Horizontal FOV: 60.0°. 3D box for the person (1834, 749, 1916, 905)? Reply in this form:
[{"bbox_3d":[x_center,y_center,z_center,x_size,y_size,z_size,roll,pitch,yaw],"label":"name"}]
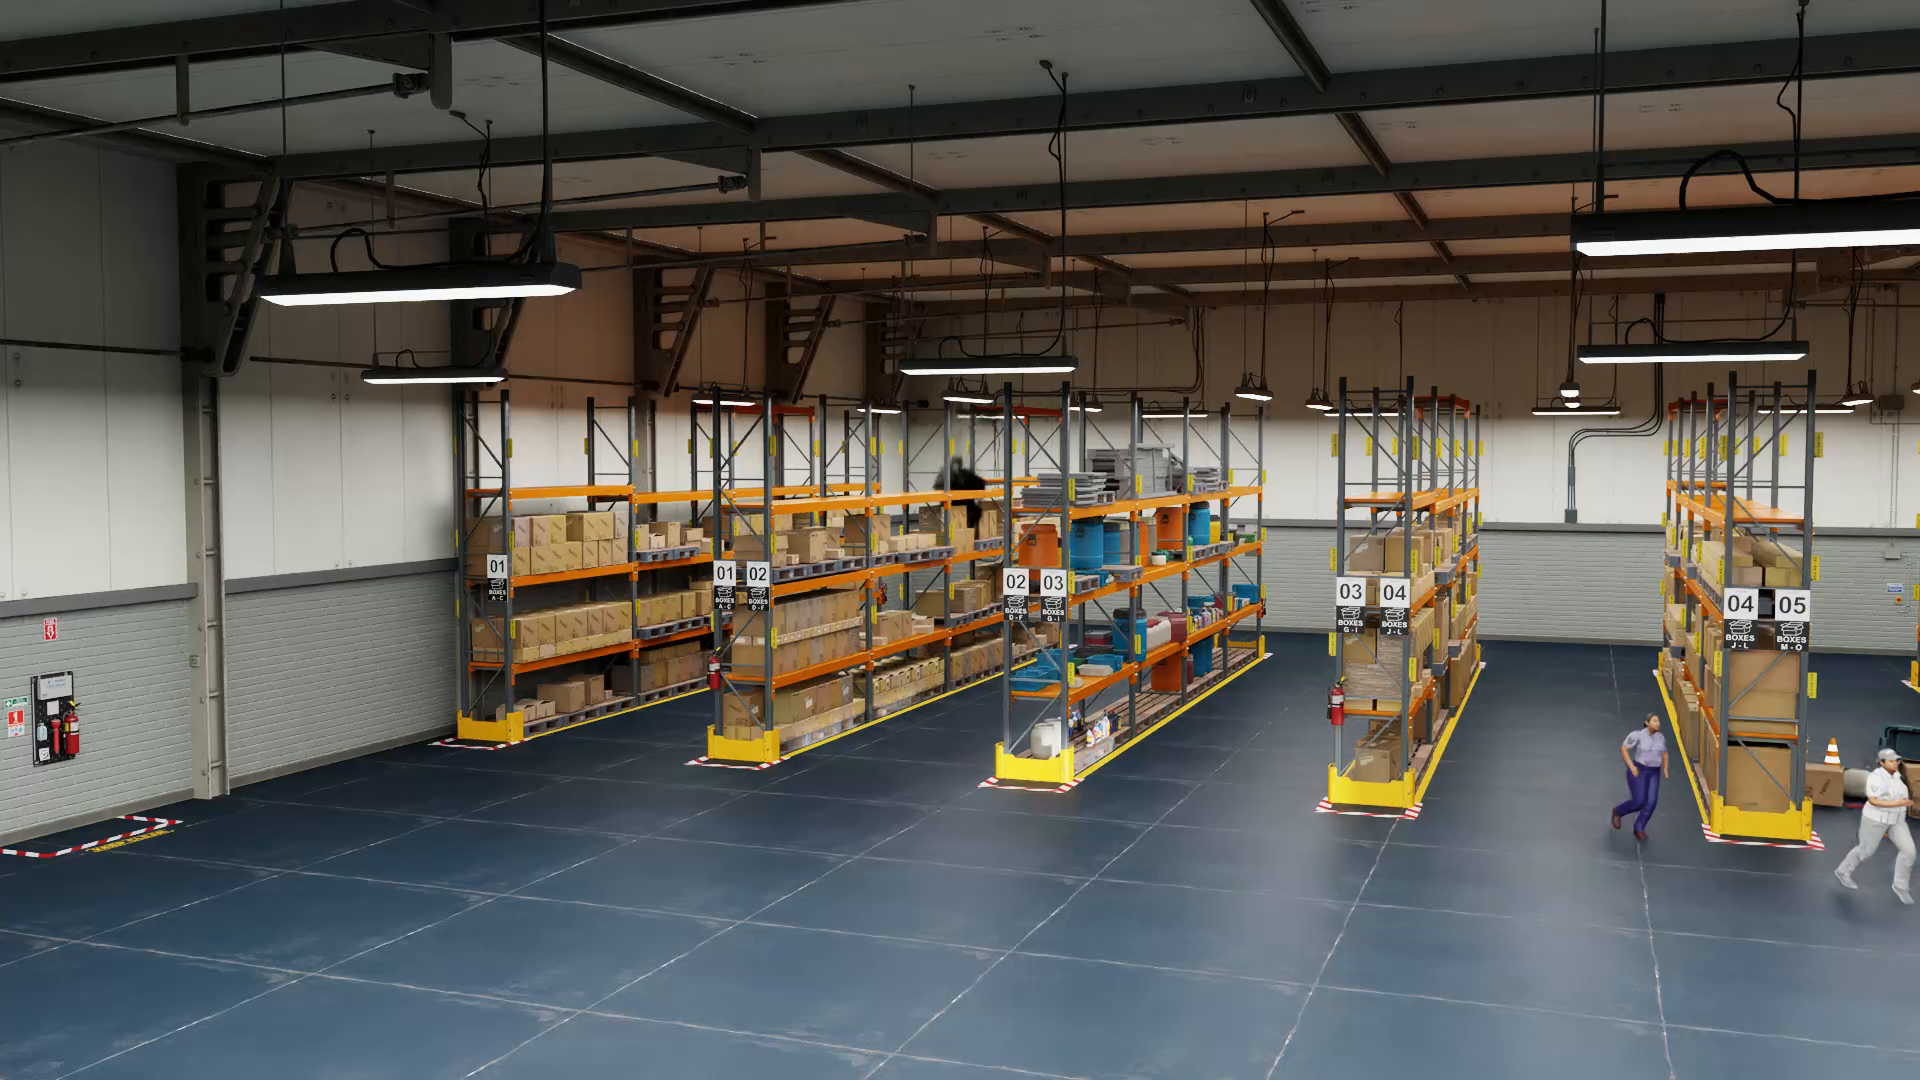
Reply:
[{"bbox_3d":[10.262,3.158,18.533,0.612,1.715,0.880,-1,3,-20],"label":"person"}]

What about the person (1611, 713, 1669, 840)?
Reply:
[{"bbox_3d":[8.850,3.028,21.512,0.669,1.601,0.555,-1,3,-14],"label":"person"}]
